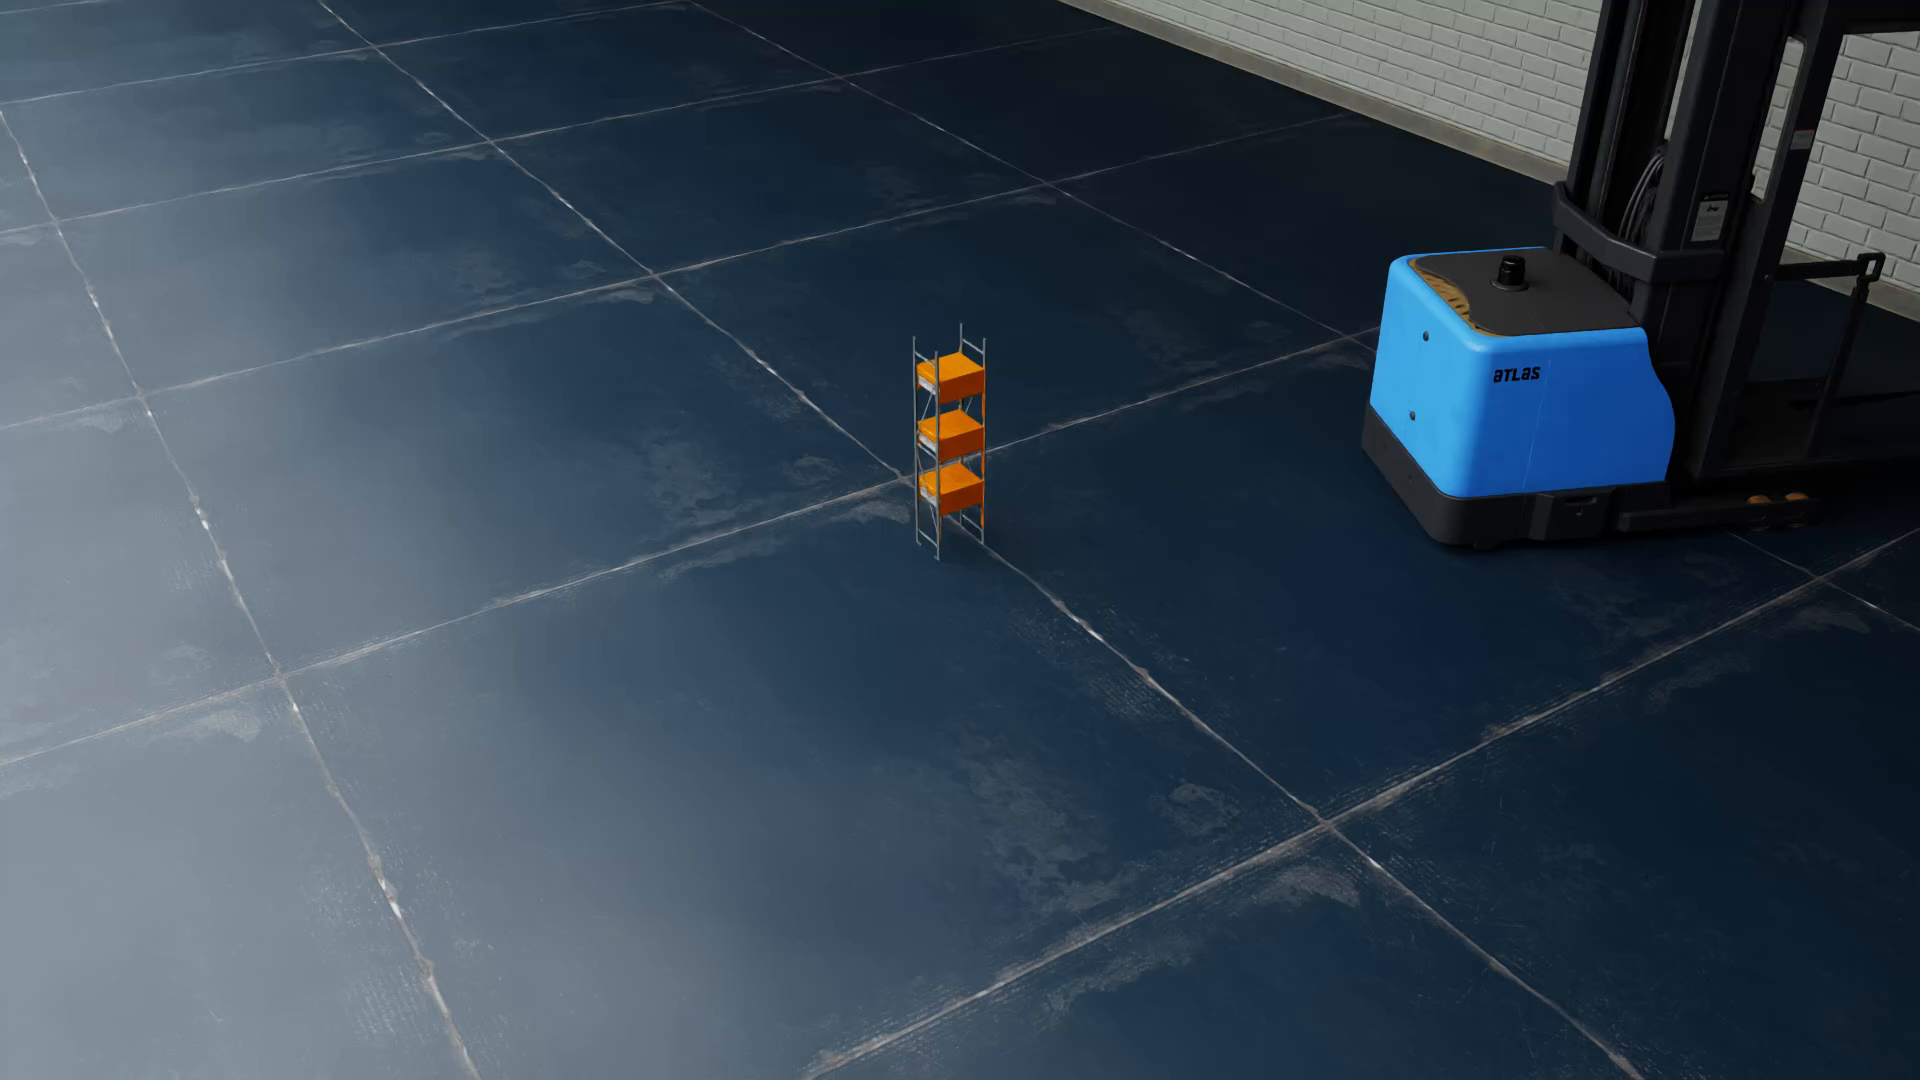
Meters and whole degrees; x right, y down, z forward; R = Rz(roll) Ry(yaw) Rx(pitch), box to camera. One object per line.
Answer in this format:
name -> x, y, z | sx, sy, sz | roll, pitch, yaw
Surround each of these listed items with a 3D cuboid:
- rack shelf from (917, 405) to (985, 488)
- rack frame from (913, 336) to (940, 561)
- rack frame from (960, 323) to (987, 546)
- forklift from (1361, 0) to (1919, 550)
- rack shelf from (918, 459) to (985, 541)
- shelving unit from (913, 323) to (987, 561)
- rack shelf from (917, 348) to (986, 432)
rack shelf -> -0.045, -0.420, 7.451 | 0.240, 0.259, 0.215 | -19, 37, -27
rack frame -> -0.148, -0.393, 7.389 | 0.008, 1.050, 0.200 | -19, 37, -27
rack frame -> 0.058, -0.464, 7.501 | 0.008, 1.050, 0.200 | -19, 37, -27
forklift -> 3.582, -1.556, 7.469 | 3.031, 2.935, 1.130 | -5, 33, -8
rack shelf -> -0.045, -0.185, 7.599 | 0.240, 0.259, 0.215 | -19, 37, -27
shelving unit -> -0.045, -0.429, 7.445 | 0.252, 1.050, 0.215 | -19, 37, -27
rack shelf -> -0.045, -0.660, 7.300 | 0.240, 0.259, 0.215 | -19, 37, -27
